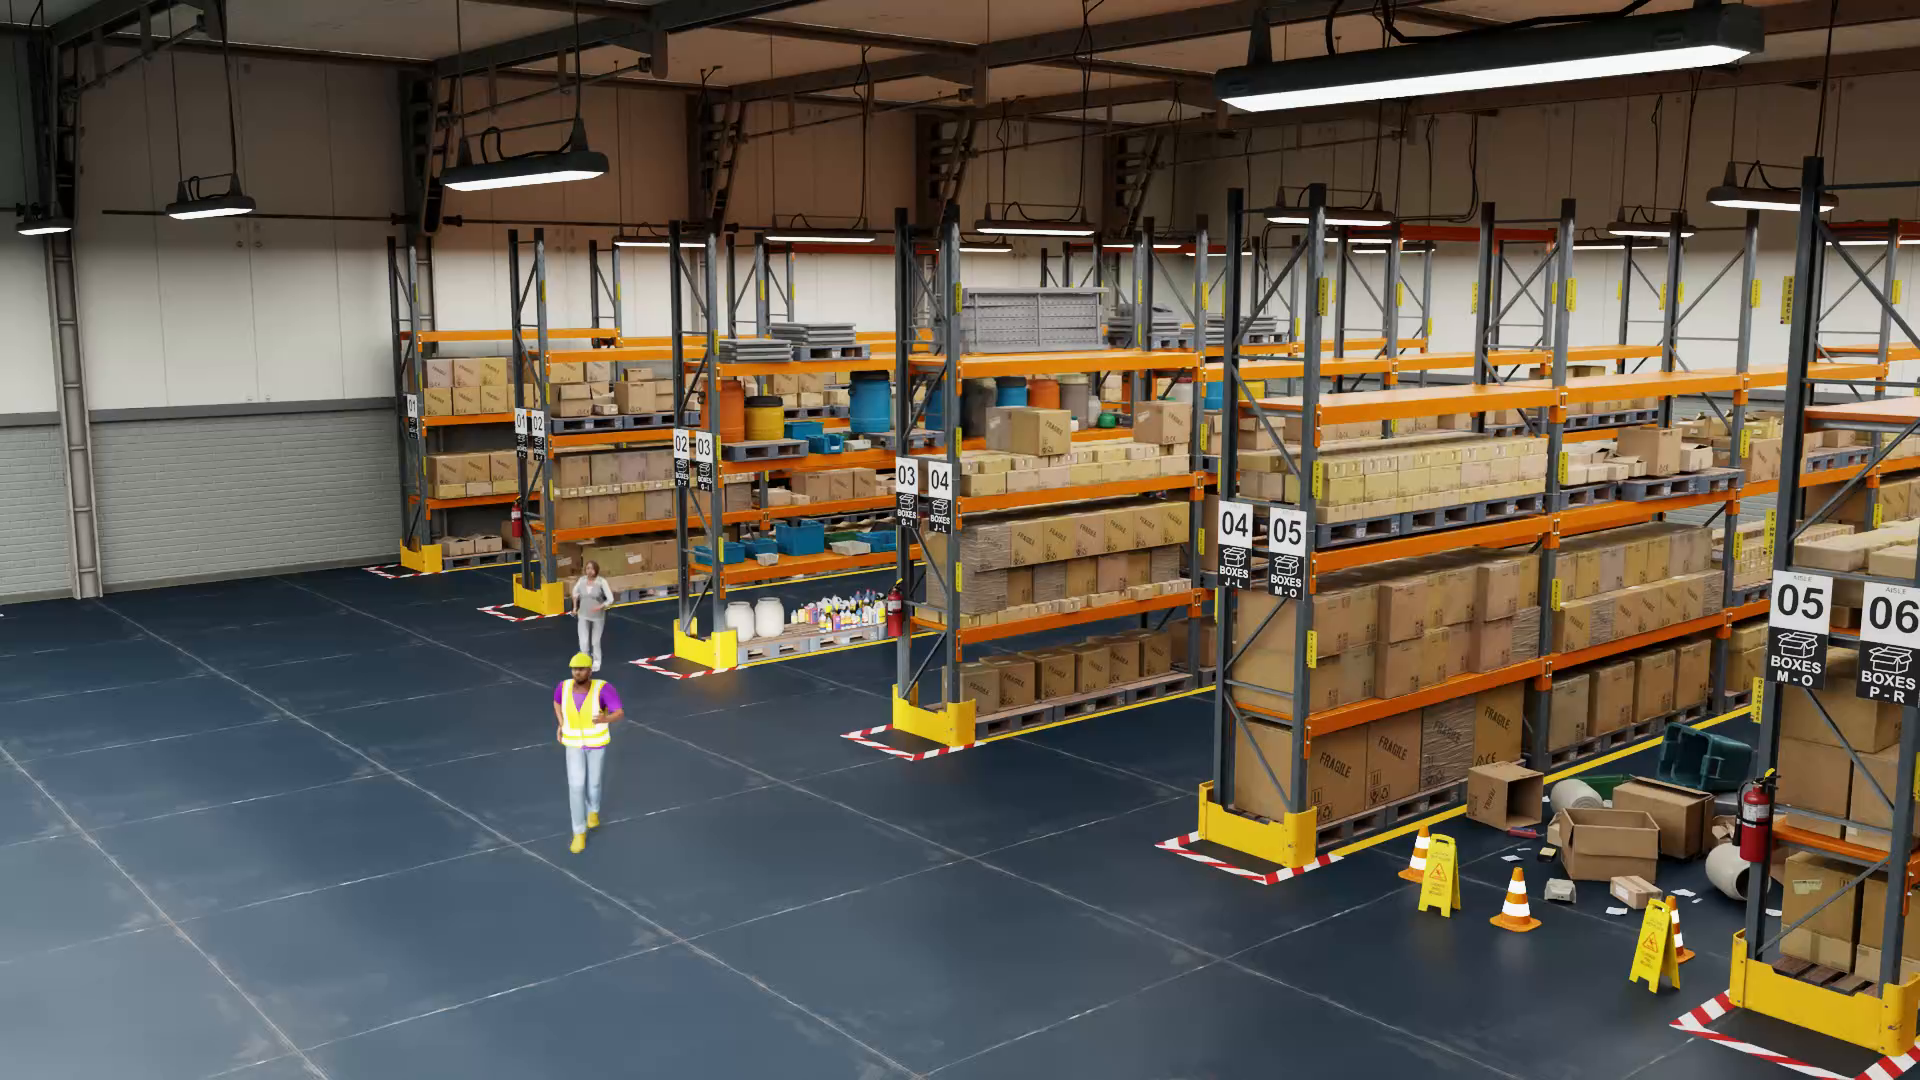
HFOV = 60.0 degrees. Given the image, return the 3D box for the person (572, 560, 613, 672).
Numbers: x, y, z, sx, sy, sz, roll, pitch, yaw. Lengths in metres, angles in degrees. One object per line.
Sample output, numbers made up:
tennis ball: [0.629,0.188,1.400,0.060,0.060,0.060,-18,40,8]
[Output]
person: [-4.792,1.036,21.711,0.546,1.594,0.878,-1,9,-5]

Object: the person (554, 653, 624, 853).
person: [-3.460,1.934,15.513,0.666,1.828,0.806,-1,9,-7]
